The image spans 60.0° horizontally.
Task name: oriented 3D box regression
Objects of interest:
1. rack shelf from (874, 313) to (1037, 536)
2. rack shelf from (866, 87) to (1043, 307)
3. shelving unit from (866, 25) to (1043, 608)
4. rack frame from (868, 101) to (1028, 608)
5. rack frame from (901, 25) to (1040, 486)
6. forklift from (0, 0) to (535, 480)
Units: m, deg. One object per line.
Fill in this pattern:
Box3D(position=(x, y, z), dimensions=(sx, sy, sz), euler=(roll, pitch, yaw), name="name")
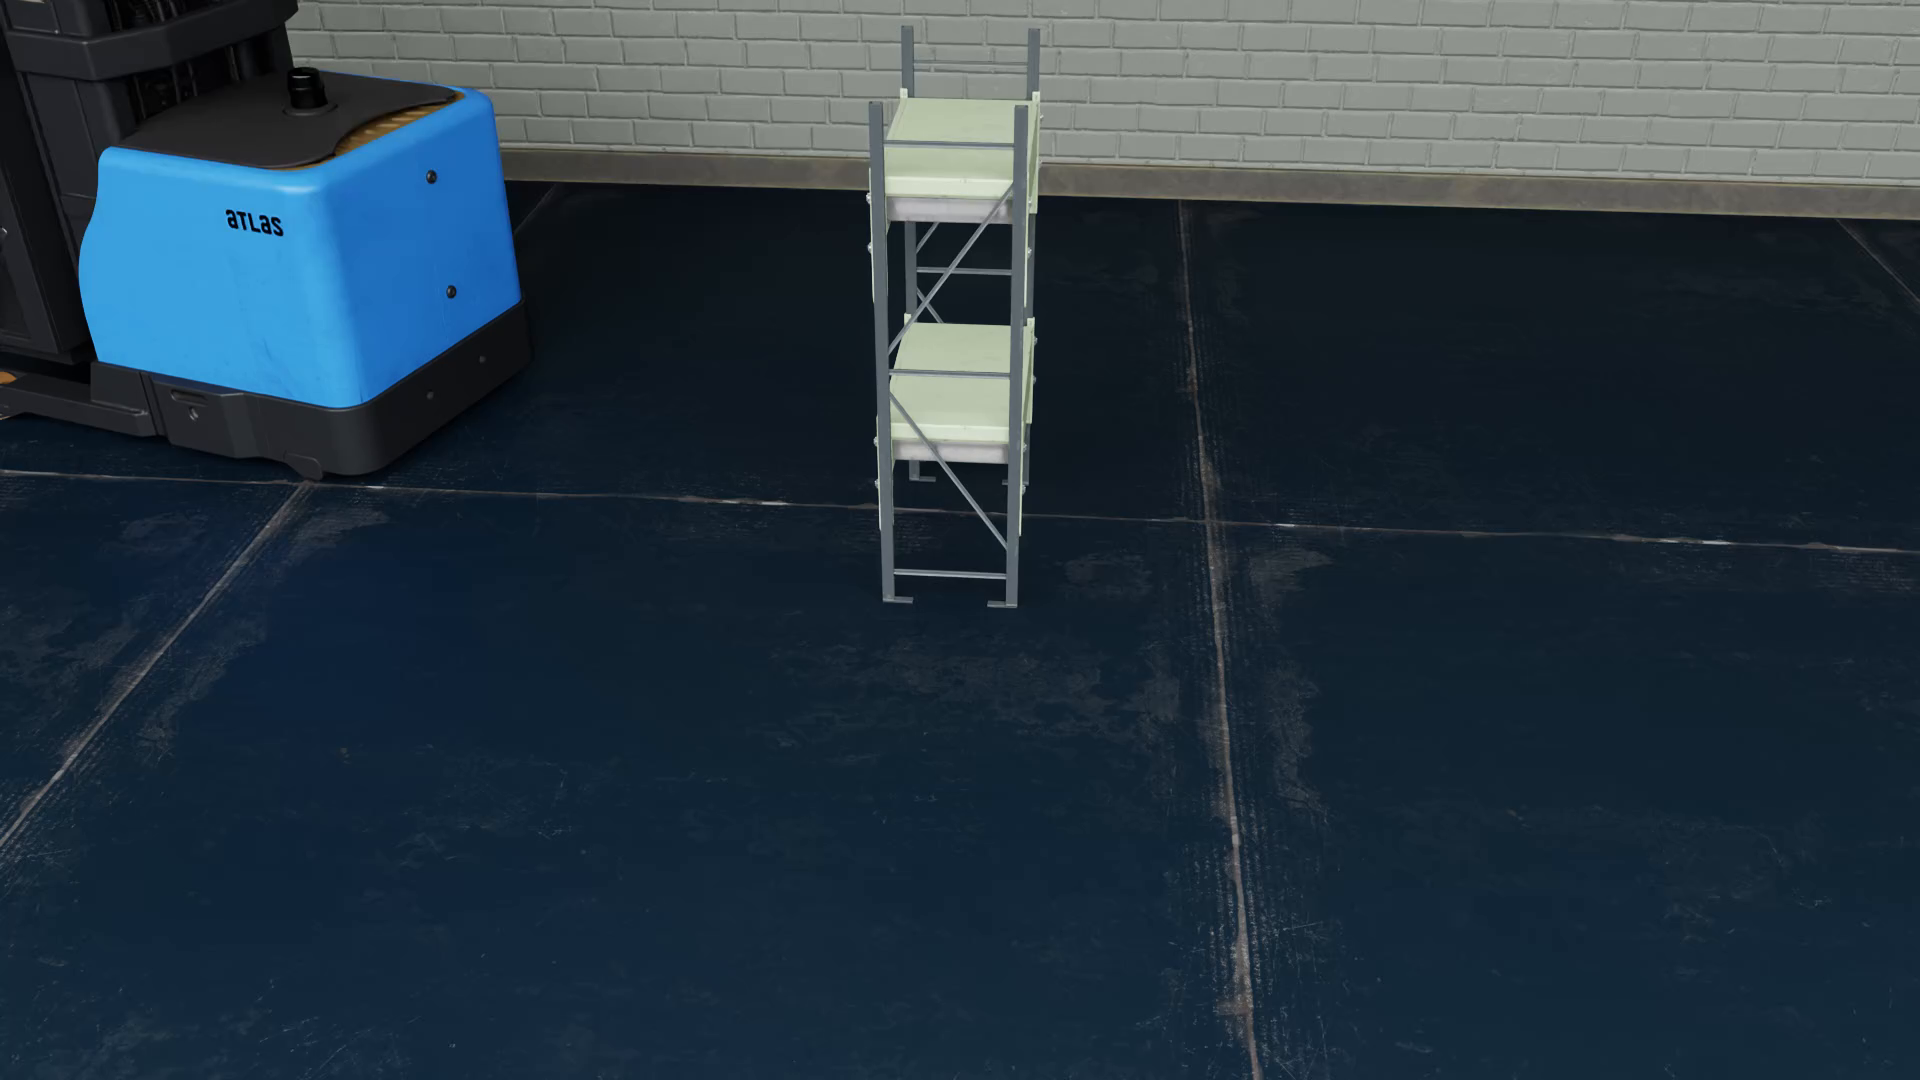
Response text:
Box3D(position=(0.001, -0.364, 5.033), dimensions=(0.431, 0.370, 0.720), euler=(2, 32, 4), name="rack shelf")
Box3D(position=(0.001, -0.974, 4.657), dimensions=(0.431, 0.370, 0.720), euler=(2, 32, 4), name="rack shelf")
Box3D(position=(0.001, -0.642, 4.862), dimensions=(0.431, 1.500, 0.755), euler=(2, 32, 4), name="shelving unit")
Box3D(position=(-0.029, -0.451, 4.552), dimensions=(0.400, 1.500, 0.023), euler=(2, 32, 4), name="rack frame")
Box3D(position=(0.030, -0.833, 5.173), dimensions=(0.400, 1.500, 0.023), euler=(2, 32, 4), name="rack frame")
Box3D(position=(-3.160, -1.925, 5.580), dimensions=(3.031, 2.935, 1.130), euler=(11, 33, 18), name="forklift")
